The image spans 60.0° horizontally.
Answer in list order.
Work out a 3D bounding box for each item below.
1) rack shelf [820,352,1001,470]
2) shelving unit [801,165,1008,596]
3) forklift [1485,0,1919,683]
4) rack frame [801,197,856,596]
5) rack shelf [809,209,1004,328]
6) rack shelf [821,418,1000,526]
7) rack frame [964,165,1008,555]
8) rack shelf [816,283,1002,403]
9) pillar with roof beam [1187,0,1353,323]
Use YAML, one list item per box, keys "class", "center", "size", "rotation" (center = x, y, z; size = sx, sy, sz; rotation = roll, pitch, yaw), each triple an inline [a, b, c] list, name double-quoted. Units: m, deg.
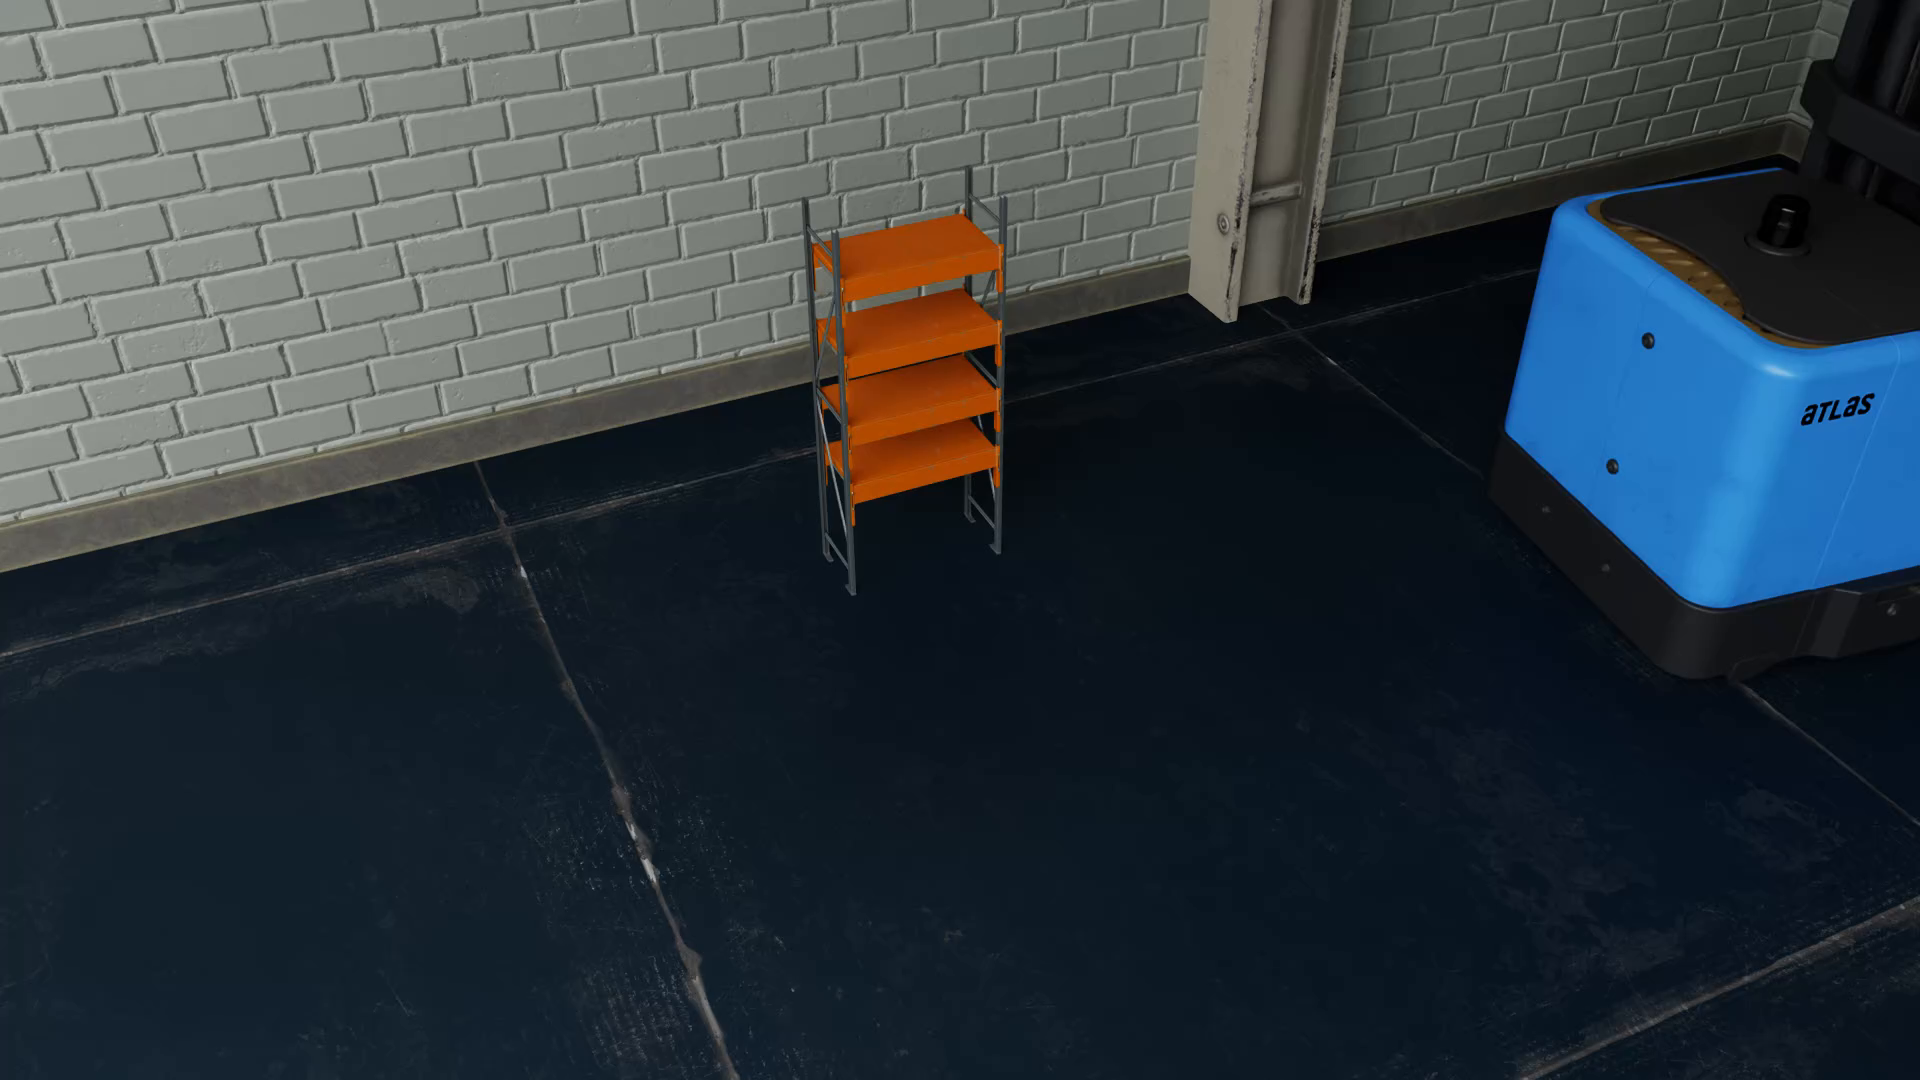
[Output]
- class: "rack shelf"
  center: [-0.150, -0.386, 4.876]
  size: [0.480, 0.148, 0.258]
  rotation: [-16, 39, -20]
- class: "shelving unit"
  center: [-0.150, -0.440, 4.836]
  size: [0.503, 1.200, 0.258]
  rotation: [-16, 39, -20]
- class: "forklift"
  center: [3.261, -1.286, 4.523]
  size: [3.031, 2.935, 1.130]
  rotation: [-11, 38, -14]
- class: "rack frame"
  center: [-0.371, -0.378, 4.753]
  size: [0.015, 1.200, 0.240]
  rotation: [-16, 39, -20]
- class: "rack shelf"
  center: [-0.150, -0.756, 4.602]
  size: [0.480, 0.148, 0.258]
  rotation: [-16, 39, -20]
- class: "rack shelf"
  center: [-0.150, -0.226, 4.994]
  size: [0.480, 0.148, 0.258]
  rotation: [-16, 39, -20]
- class: "rack frame"
  center: [0.071, -0.502, 4.919]
  size: [0.015, 1.200, 0.240]
  rotation: [-16, 39, -20]
- class: "rack shelf"
  center: [-0.150, -0.566, 4.743]
  size: [0.480, 0.148, 0.258]
  rotation: [-16, 39, -20]
- class: "pillar with roof beam"
  center: [2.960, -2.256, 0.738]
  size: [0.400, 9.000, 9.100]
  rotation: [-16, 39, -20]
